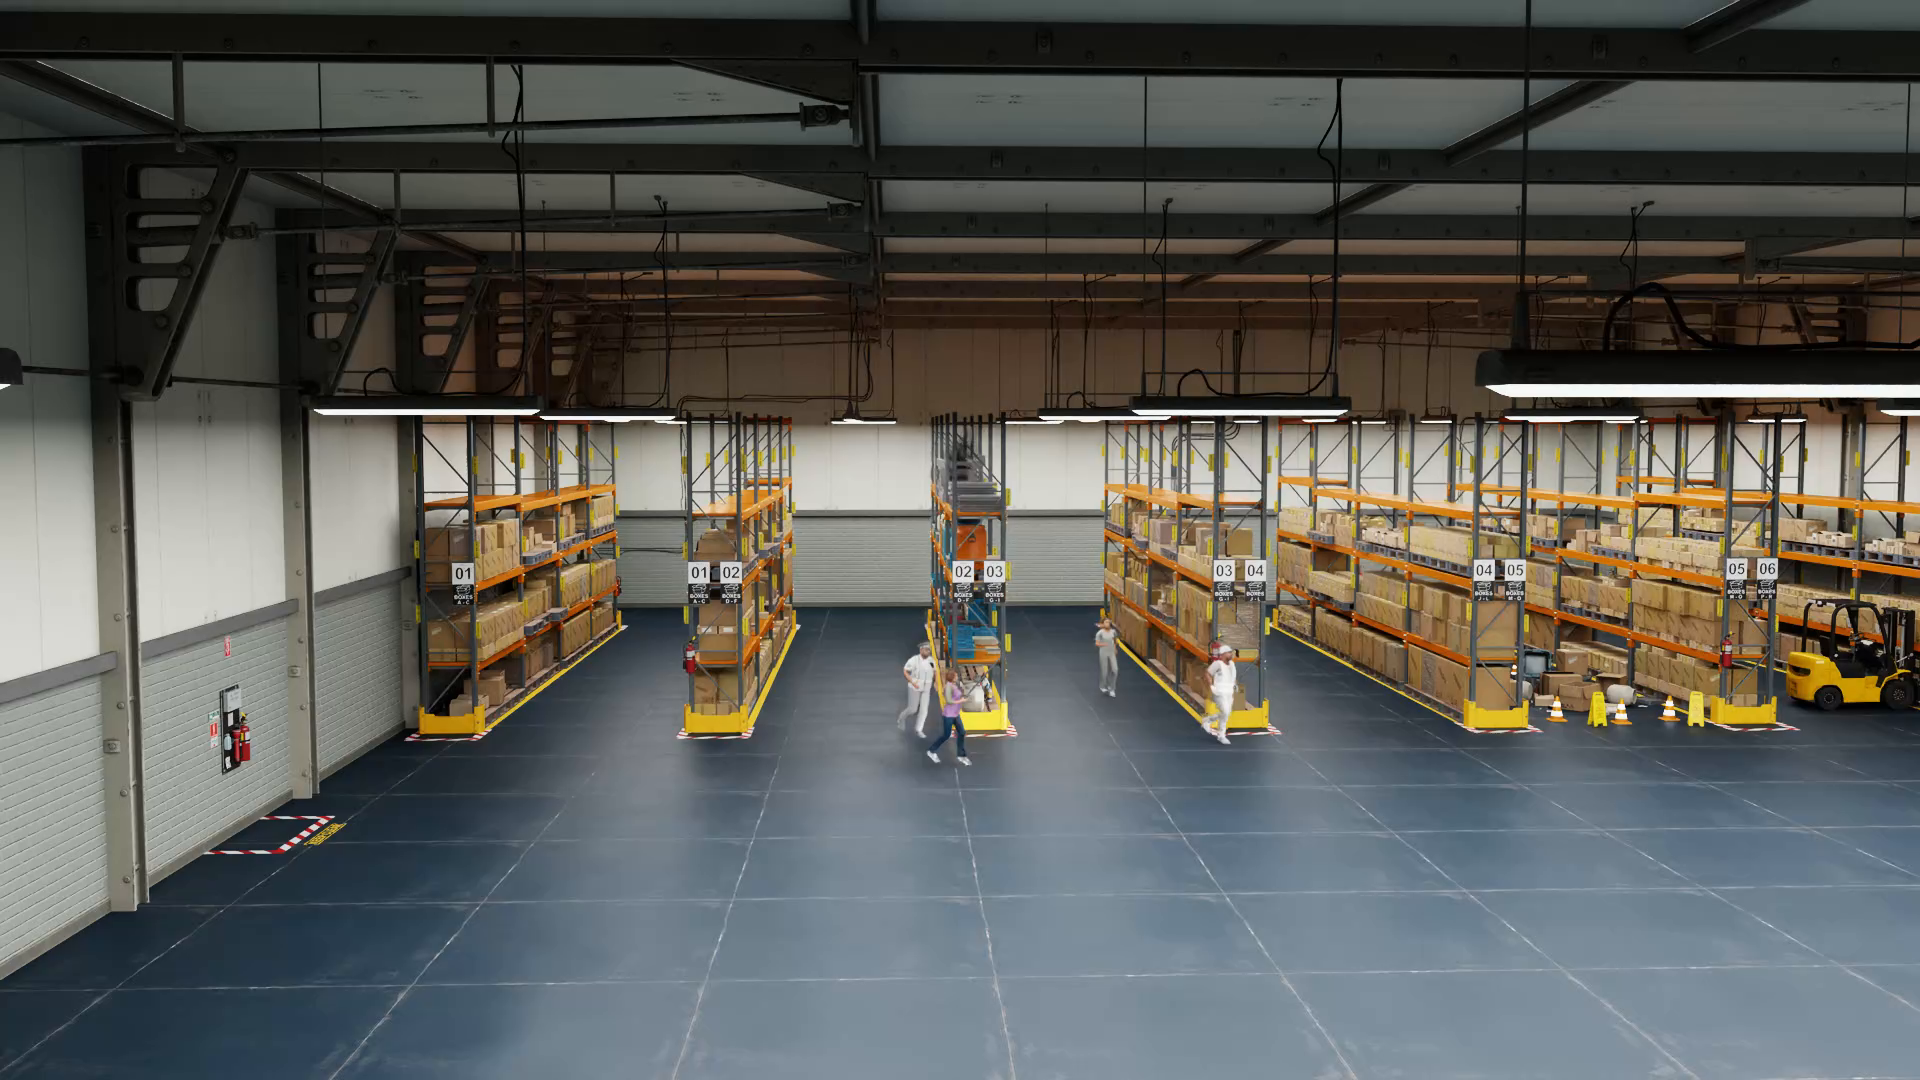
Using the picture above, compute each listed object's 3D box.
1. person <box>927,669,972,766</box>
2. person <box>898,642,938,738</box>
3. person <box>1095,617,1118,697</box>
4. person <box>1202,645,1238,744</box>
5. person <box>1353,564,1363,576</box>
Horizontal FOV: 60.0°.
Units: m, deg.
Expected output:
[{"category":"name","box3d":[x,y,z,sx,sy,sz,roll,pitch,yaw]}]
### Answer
[{"category":"person","box3d":[-0.176,2.996,28.096,0.772,1.630,0.576,1,4,17]},{"category":"person","box3d":[-0.720,2.755,30.954,0.713,1.750,0.771,-2,4,-27]},{"category":"person","box3d":[3.130,2.490,35.375,0.542,1.710,0.731,-1,4,-11]},{"category":"person","box3d":[4.793,2.802,30.432,0.739,1.745,0.716,-4,5,-42]},{"category":"person","box3d":[11.671,1.533,49.148,0.640,1.711,0.638,0,4,0]}]
